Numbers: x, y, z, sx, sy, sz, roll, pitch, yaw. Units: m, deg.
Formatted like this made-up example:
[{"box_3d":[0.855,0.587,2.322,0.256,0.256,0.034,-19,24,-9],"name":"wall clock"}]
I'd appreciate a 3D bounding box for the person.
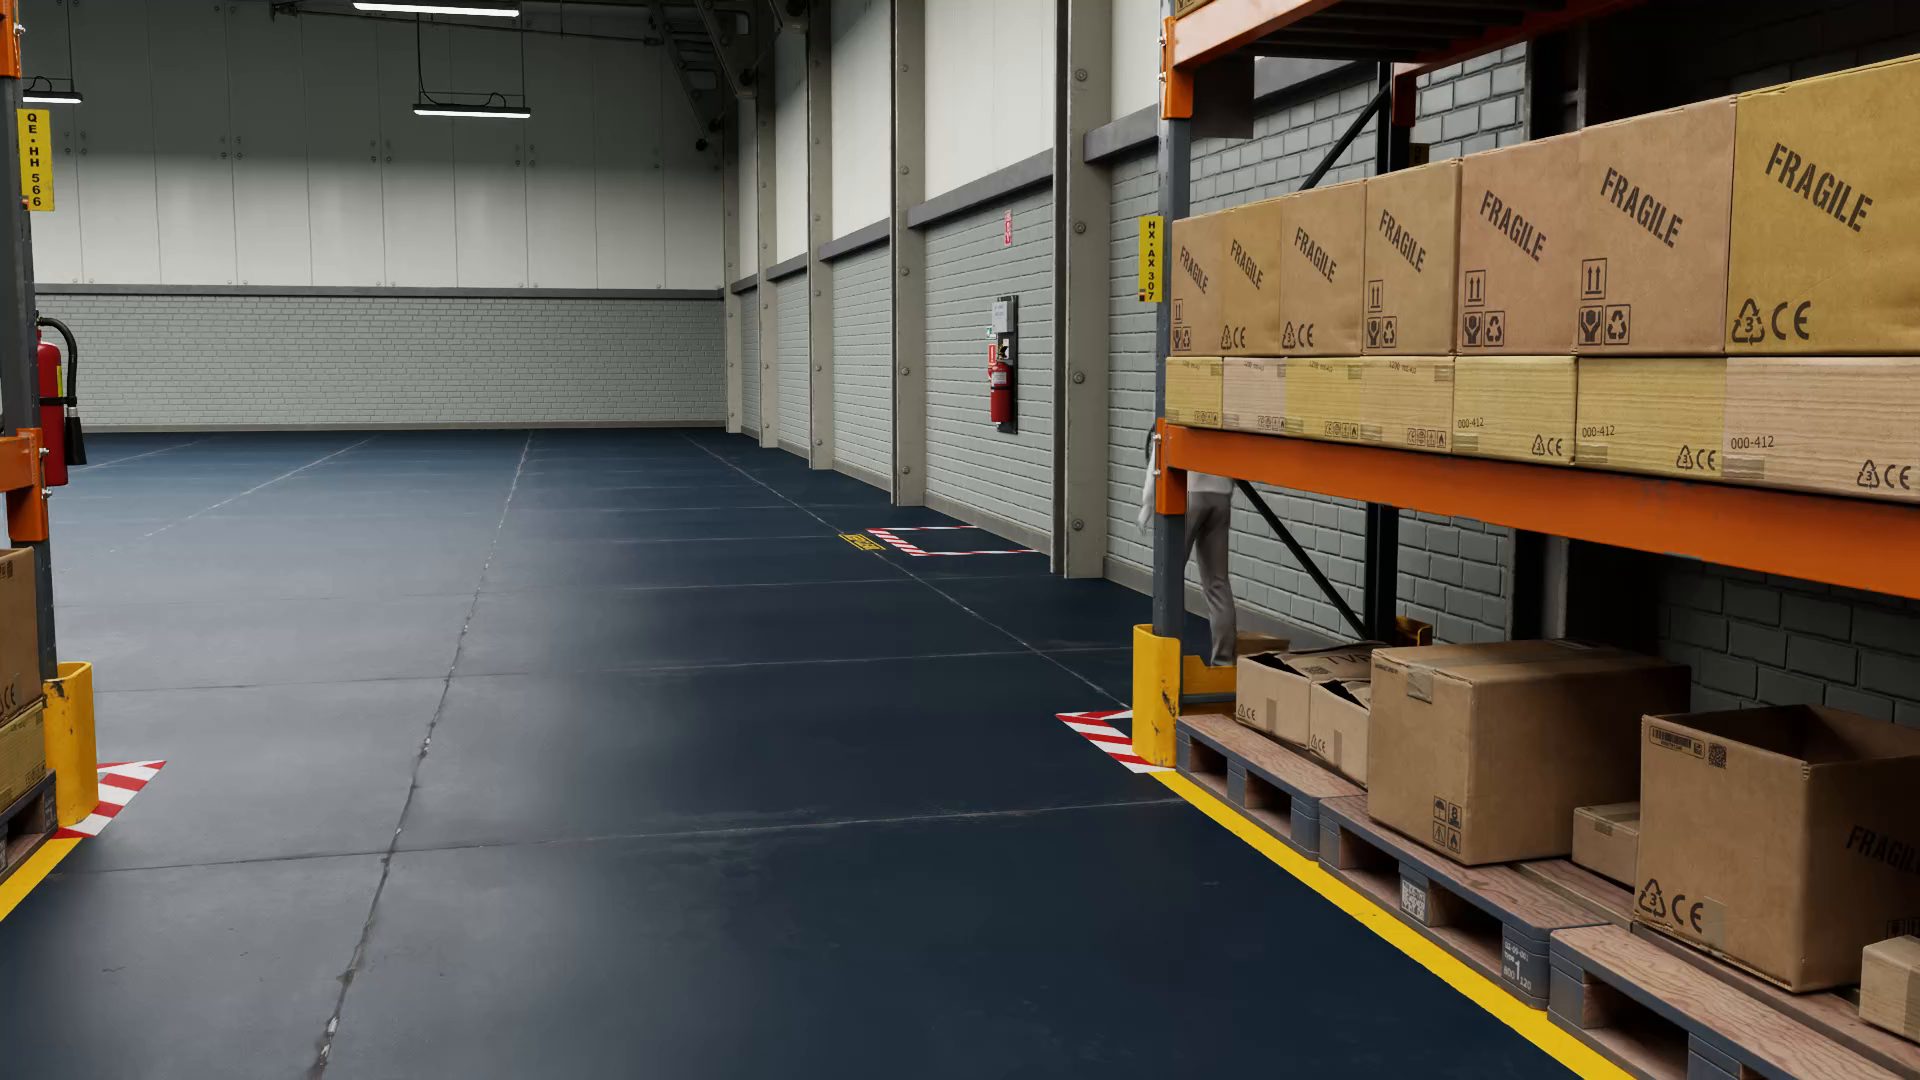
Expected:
[{"box_3d":[1.053,-0.147,7.721,0.527,1.687,0.437,-5,8,-37],"name":"person"}]
